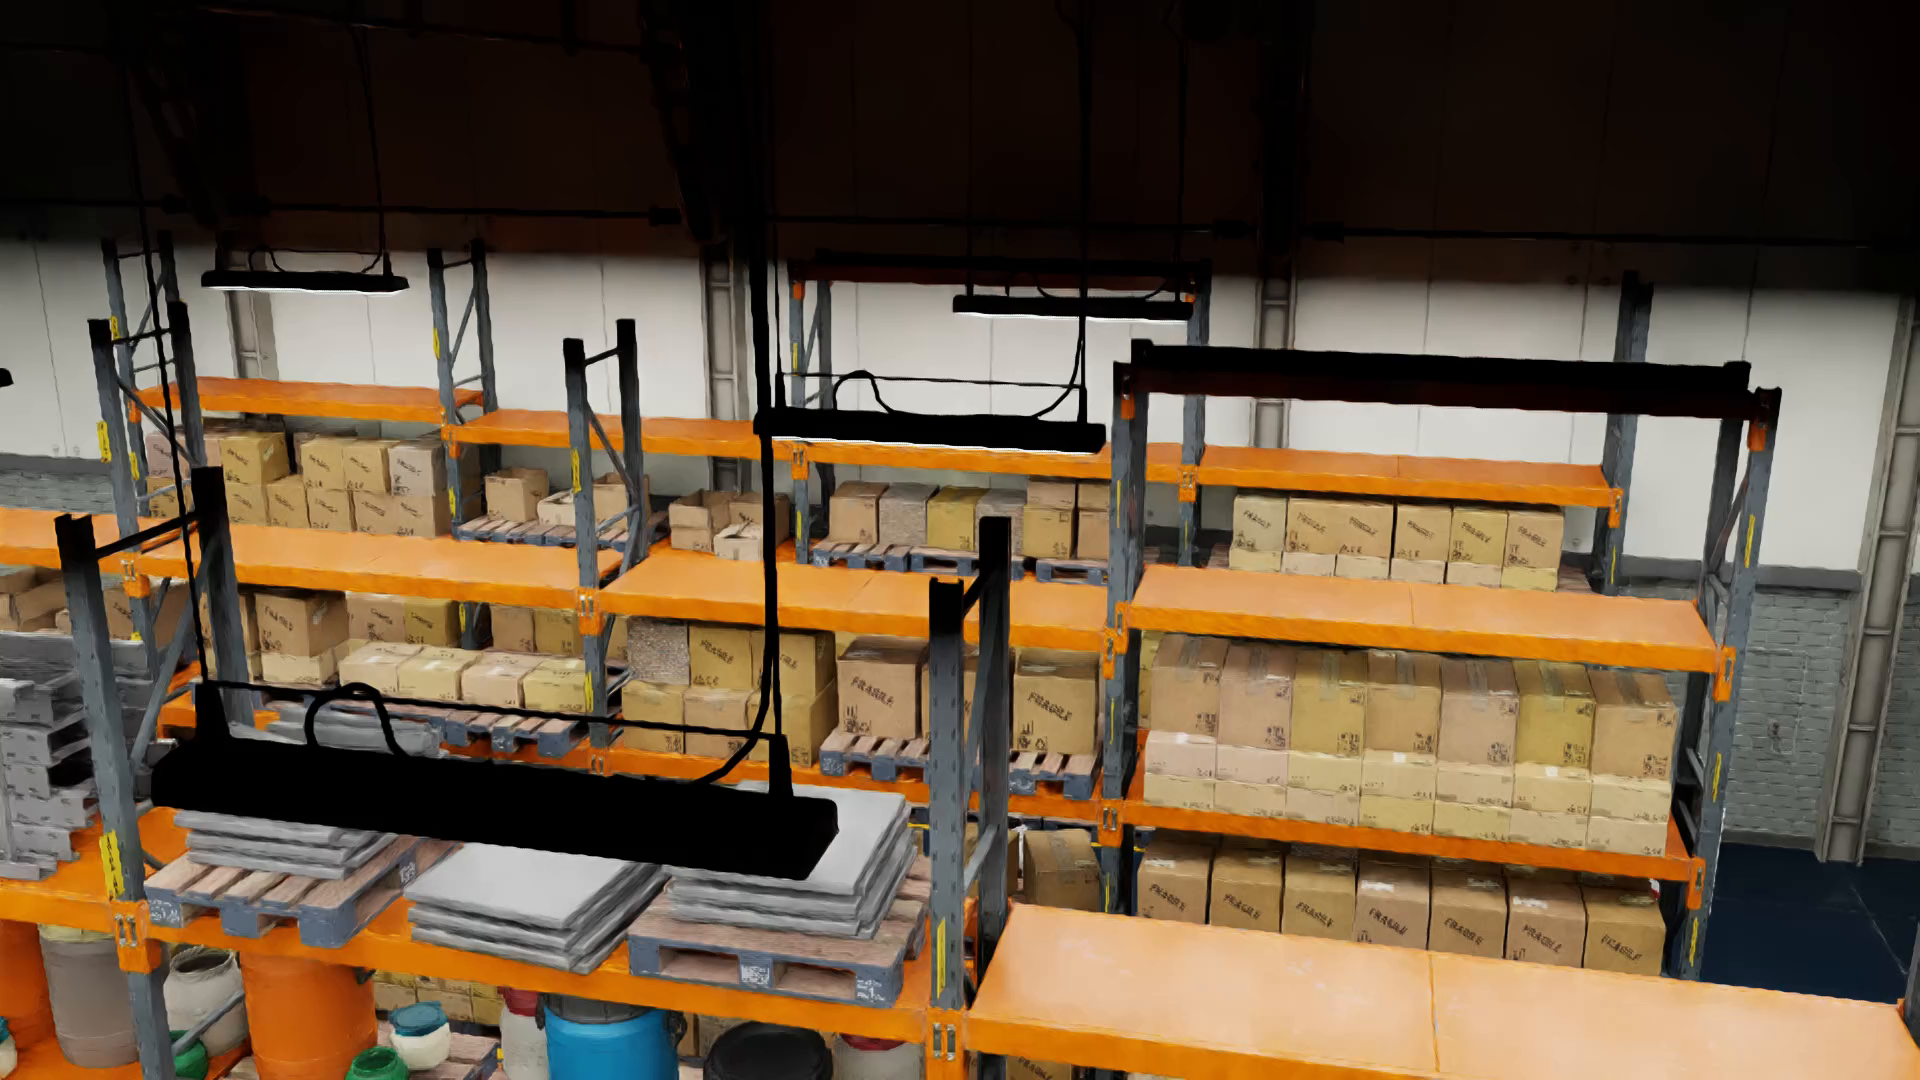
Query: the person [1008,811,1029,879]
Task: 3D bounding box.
[{"bbox_3d":[0.556,3.107,14.877,0.531,1.629,0.592,3,17,11],"label":"person"}]
